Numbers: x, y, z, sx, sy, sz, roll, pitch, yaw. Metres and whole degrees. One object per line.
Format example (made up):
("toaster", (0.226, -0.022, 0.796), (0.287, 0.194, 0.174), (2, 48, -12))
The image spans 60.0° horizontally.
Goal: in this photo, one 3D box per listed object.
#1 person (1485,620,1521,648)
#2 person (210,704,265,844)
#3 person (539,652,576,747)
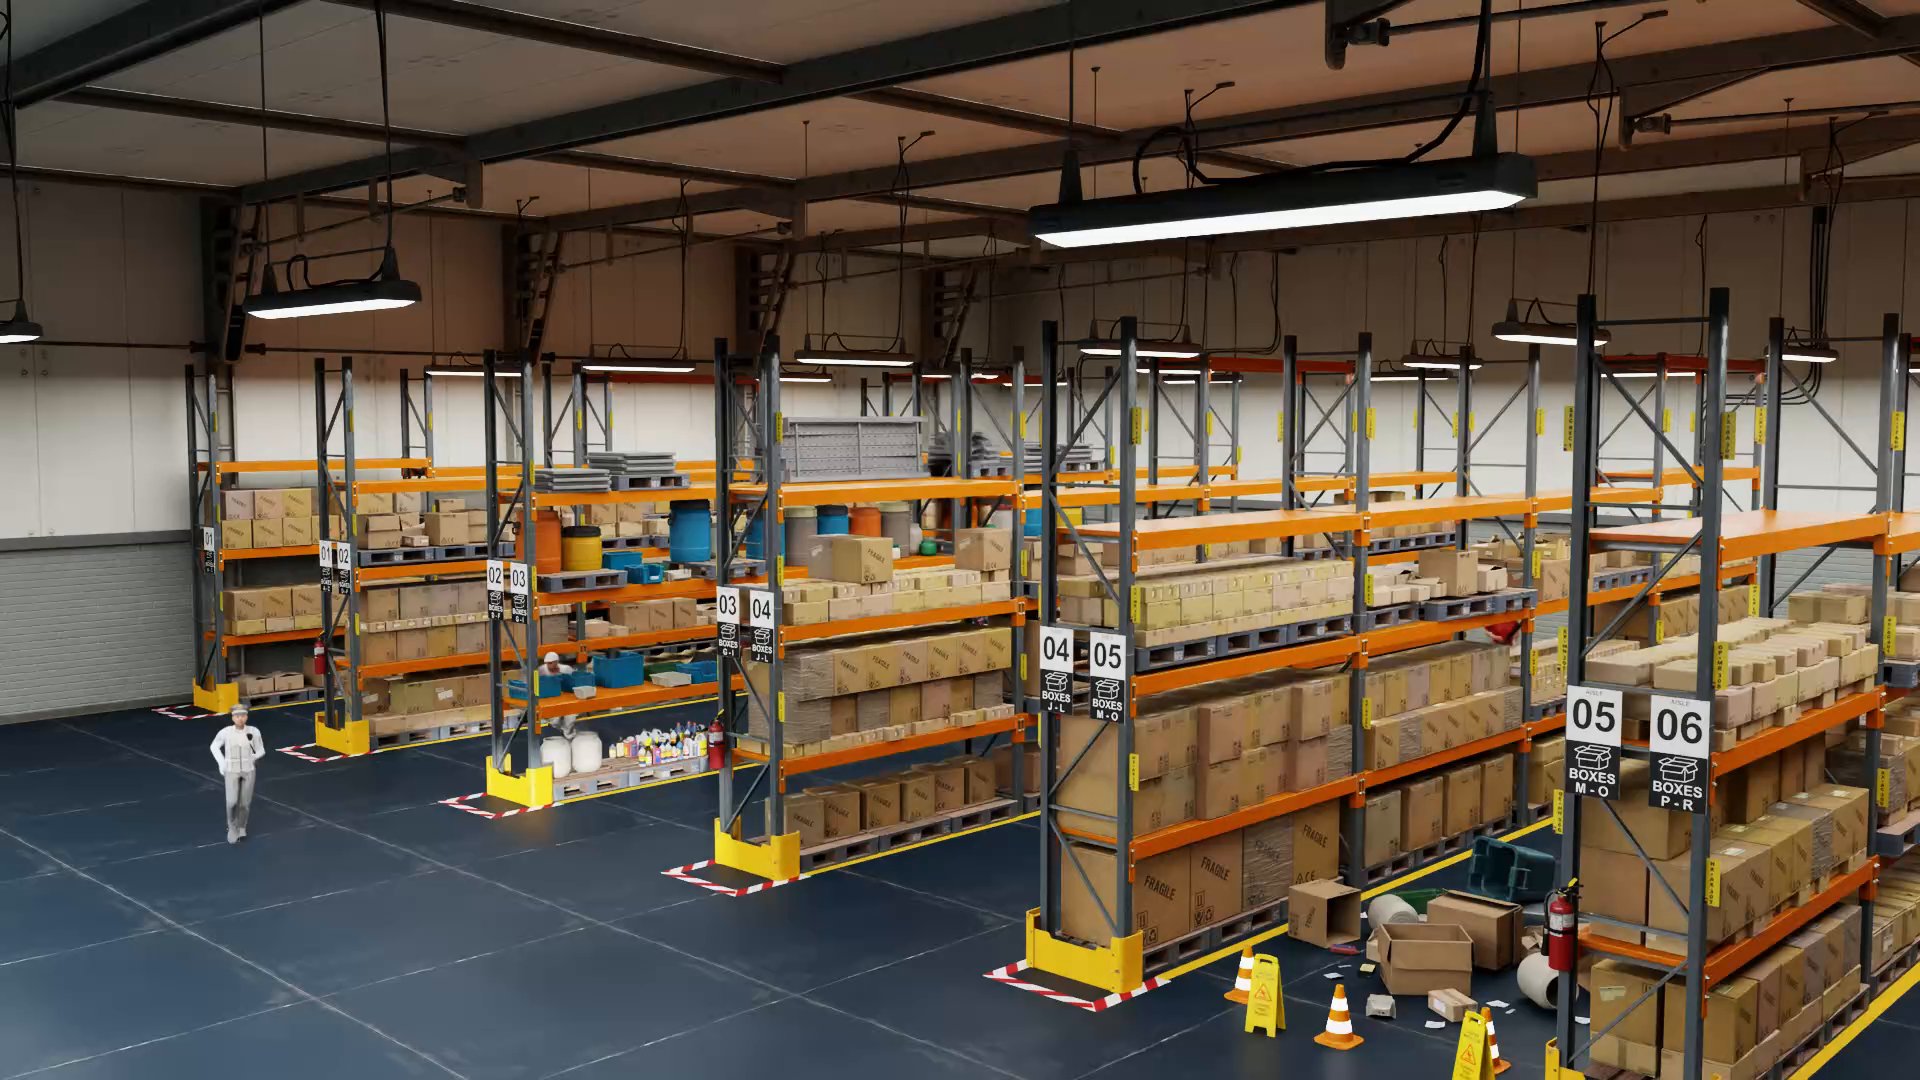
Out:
("person", (10.000, 2.014, 30.624), (0.651, 1.679, 0.738), (1, 4, 9))
("person", (-8.641, 2.801, 19.946), (0.588, 1.689, 0.659), (-2, 5, -29))
("person", (-6.095, 2.448, 25.190), (0.693, 1.590, 0.828), (1, 4, 12))
